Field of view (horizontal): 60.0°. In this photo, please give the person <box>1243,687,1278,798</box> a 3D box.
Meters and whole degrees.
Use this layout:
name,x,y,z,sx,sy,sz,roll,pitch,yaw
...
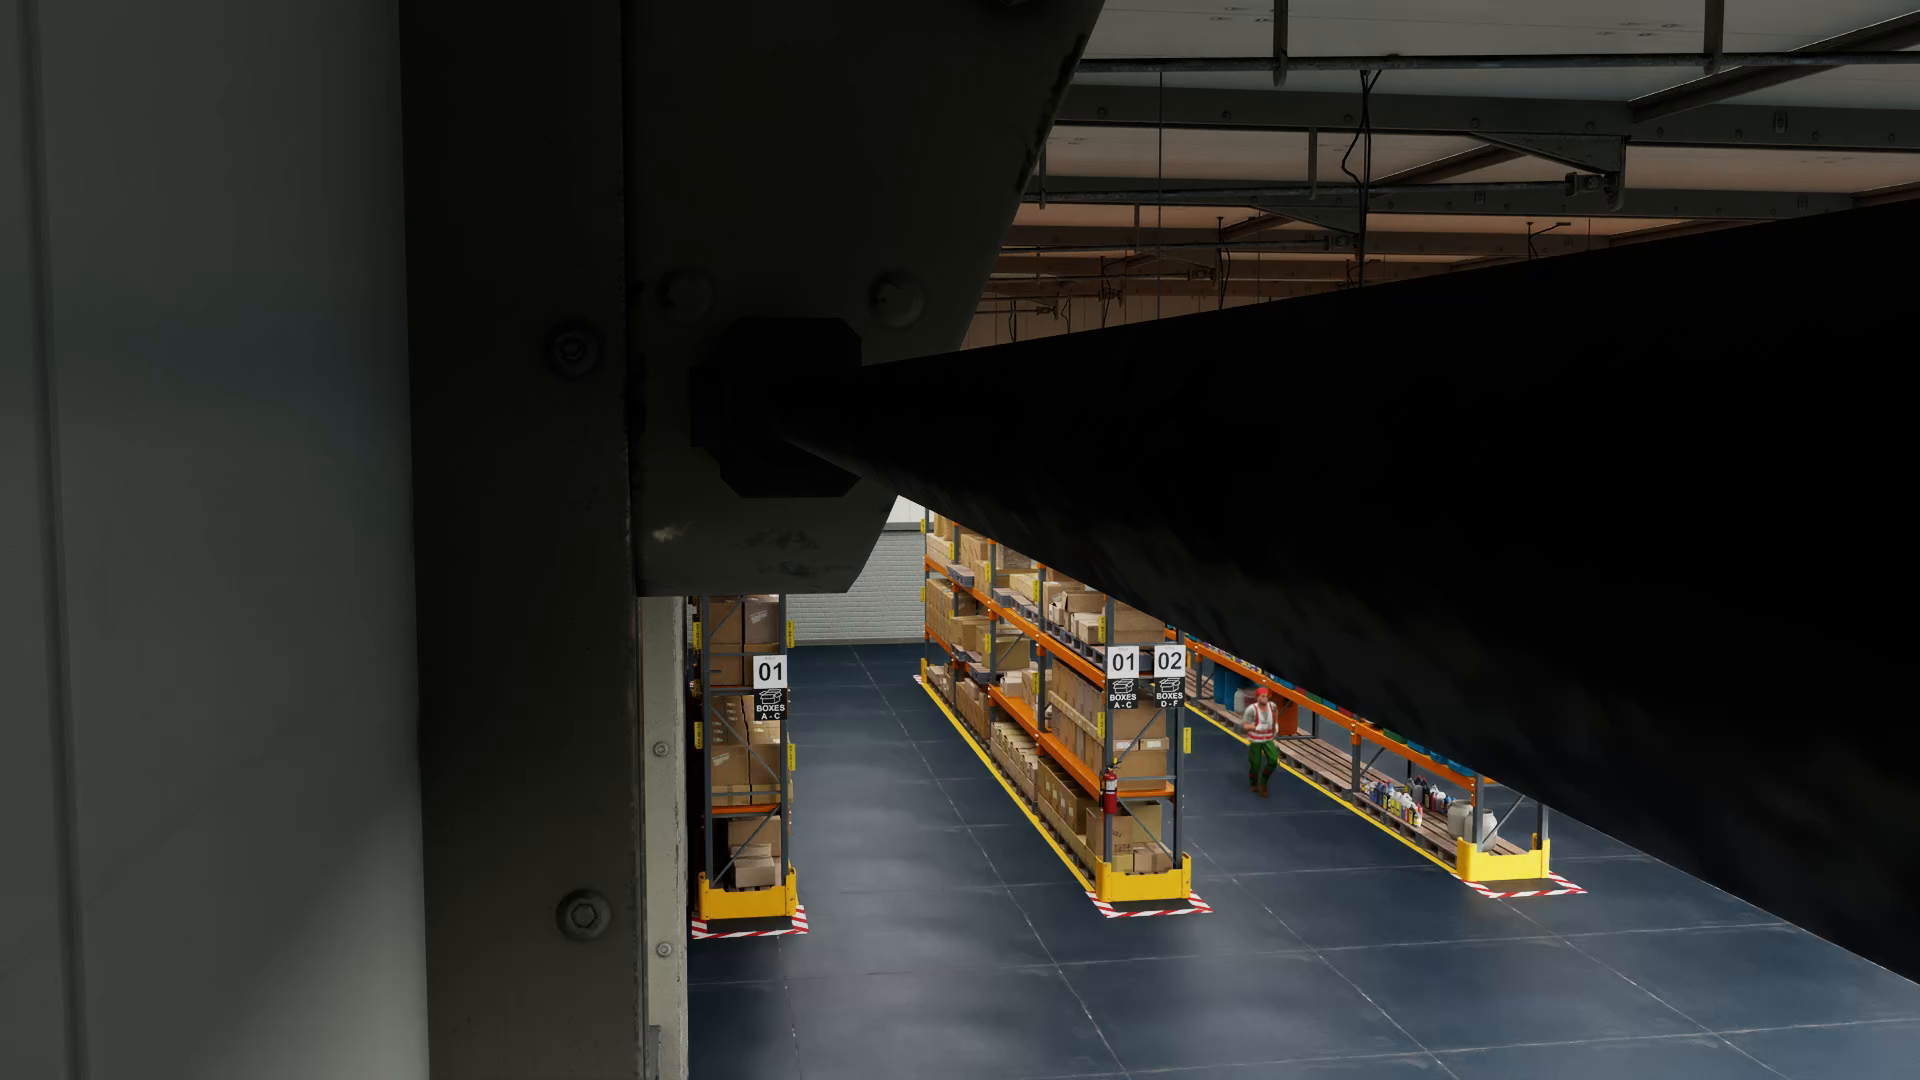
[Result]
name,x,y,z,sx,sy,sz,roll,pitch,yaw
person,4.708,3.142,26.060,0.696,1.751,0.678,-1,5,-14
